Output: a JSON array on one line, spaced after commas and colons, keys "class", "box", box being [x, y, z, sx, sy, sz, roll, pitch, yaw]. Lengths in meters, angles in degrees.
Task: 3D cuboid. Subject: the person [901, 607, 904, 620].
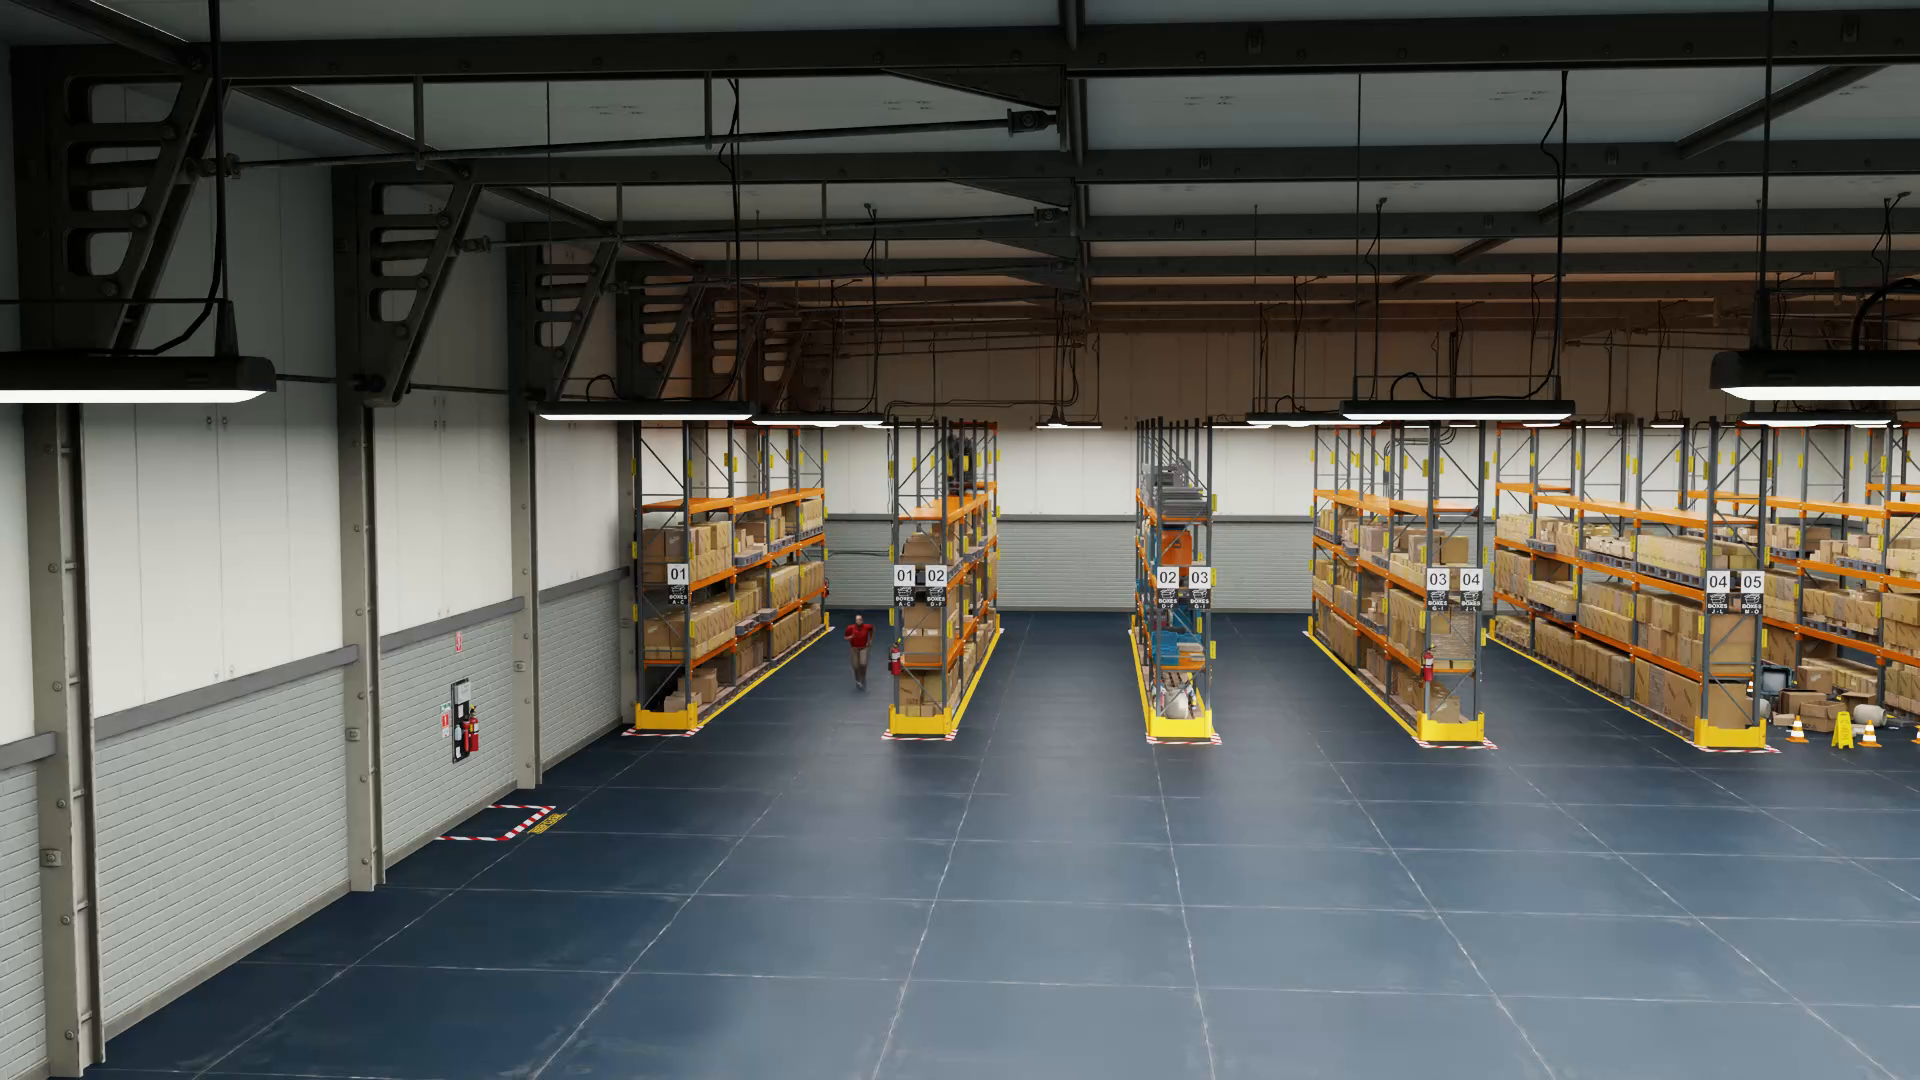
[{"class": "person", "box": [-1.259, 2.085, 43.094, 0.530, 1.597, 0.883, 0, 4, 0]}]

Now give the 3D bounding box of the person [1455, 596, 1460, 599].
[{"class": "person", "box": [14.140, 1.868, 47.204, 0.544, 1.565, 0.662, -3, 5, -41]}]

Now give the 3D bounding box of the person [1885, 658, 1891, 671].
[{"class": "person", "box": [21.371, 2.368, 37.955, 0.630, 1.811, 0.827, 1, 4, 8]}]

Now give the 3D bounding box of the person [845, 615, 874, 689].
[{"class": "person", "box": [-2.229, 2.471, 36.863, 0.640, 1.672, 0.907, 0, 4, 0]}]
